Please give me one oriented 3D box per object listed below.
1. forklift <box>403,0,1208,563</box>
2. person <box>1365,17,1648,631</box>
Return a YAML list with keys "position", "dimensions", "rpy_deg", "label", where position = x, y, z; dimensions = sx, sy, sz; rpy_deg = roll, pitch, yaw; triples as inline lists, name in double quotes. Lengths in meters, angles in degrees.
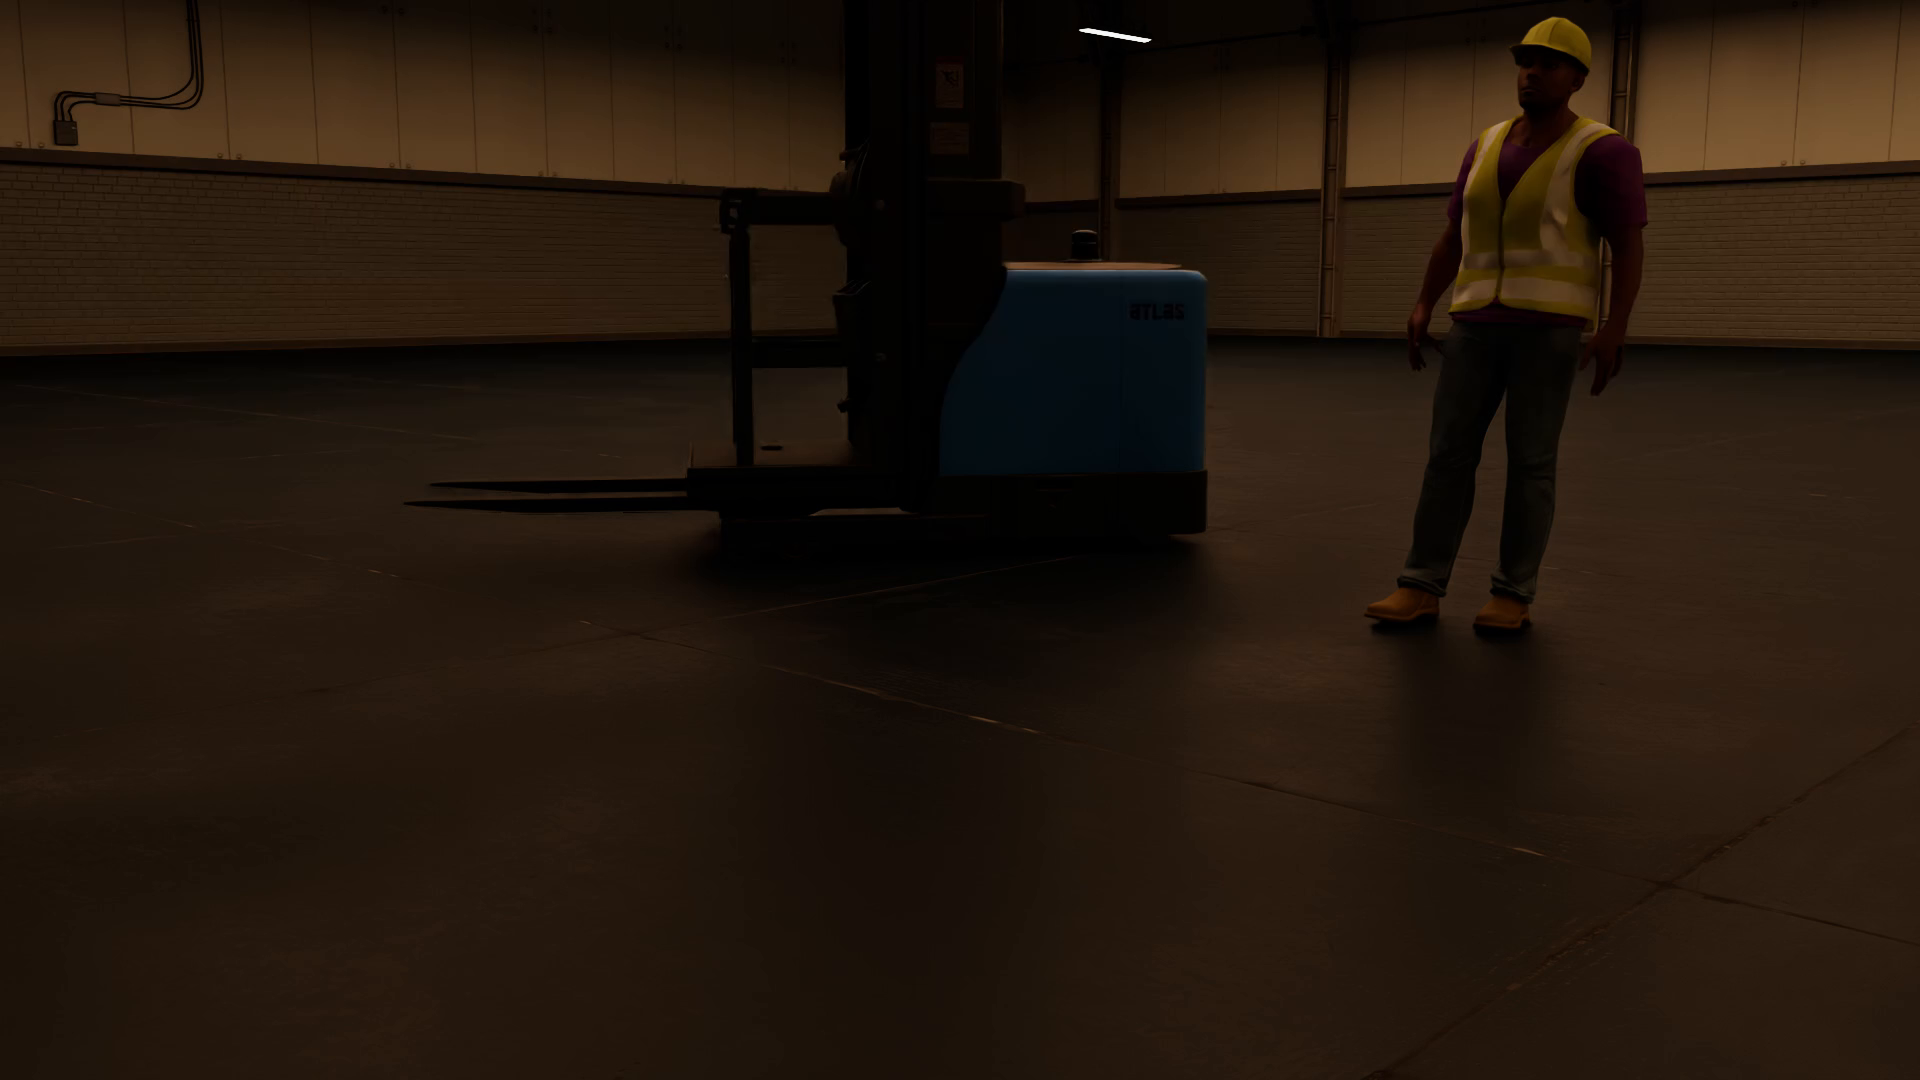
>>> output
- position: [-0.602, -1.447, 6.483]
  dimensions: [3.031, 2.935, 1.130]
  rpy_deg: [-1, 9, -8]
  label: "forklift"
- position: [1.591, -0.617, 4.859]
  dimensions: [0.575, 1.770, 0.687]
  rpy_deg: [-8, 12, -44]
  label: "person"
